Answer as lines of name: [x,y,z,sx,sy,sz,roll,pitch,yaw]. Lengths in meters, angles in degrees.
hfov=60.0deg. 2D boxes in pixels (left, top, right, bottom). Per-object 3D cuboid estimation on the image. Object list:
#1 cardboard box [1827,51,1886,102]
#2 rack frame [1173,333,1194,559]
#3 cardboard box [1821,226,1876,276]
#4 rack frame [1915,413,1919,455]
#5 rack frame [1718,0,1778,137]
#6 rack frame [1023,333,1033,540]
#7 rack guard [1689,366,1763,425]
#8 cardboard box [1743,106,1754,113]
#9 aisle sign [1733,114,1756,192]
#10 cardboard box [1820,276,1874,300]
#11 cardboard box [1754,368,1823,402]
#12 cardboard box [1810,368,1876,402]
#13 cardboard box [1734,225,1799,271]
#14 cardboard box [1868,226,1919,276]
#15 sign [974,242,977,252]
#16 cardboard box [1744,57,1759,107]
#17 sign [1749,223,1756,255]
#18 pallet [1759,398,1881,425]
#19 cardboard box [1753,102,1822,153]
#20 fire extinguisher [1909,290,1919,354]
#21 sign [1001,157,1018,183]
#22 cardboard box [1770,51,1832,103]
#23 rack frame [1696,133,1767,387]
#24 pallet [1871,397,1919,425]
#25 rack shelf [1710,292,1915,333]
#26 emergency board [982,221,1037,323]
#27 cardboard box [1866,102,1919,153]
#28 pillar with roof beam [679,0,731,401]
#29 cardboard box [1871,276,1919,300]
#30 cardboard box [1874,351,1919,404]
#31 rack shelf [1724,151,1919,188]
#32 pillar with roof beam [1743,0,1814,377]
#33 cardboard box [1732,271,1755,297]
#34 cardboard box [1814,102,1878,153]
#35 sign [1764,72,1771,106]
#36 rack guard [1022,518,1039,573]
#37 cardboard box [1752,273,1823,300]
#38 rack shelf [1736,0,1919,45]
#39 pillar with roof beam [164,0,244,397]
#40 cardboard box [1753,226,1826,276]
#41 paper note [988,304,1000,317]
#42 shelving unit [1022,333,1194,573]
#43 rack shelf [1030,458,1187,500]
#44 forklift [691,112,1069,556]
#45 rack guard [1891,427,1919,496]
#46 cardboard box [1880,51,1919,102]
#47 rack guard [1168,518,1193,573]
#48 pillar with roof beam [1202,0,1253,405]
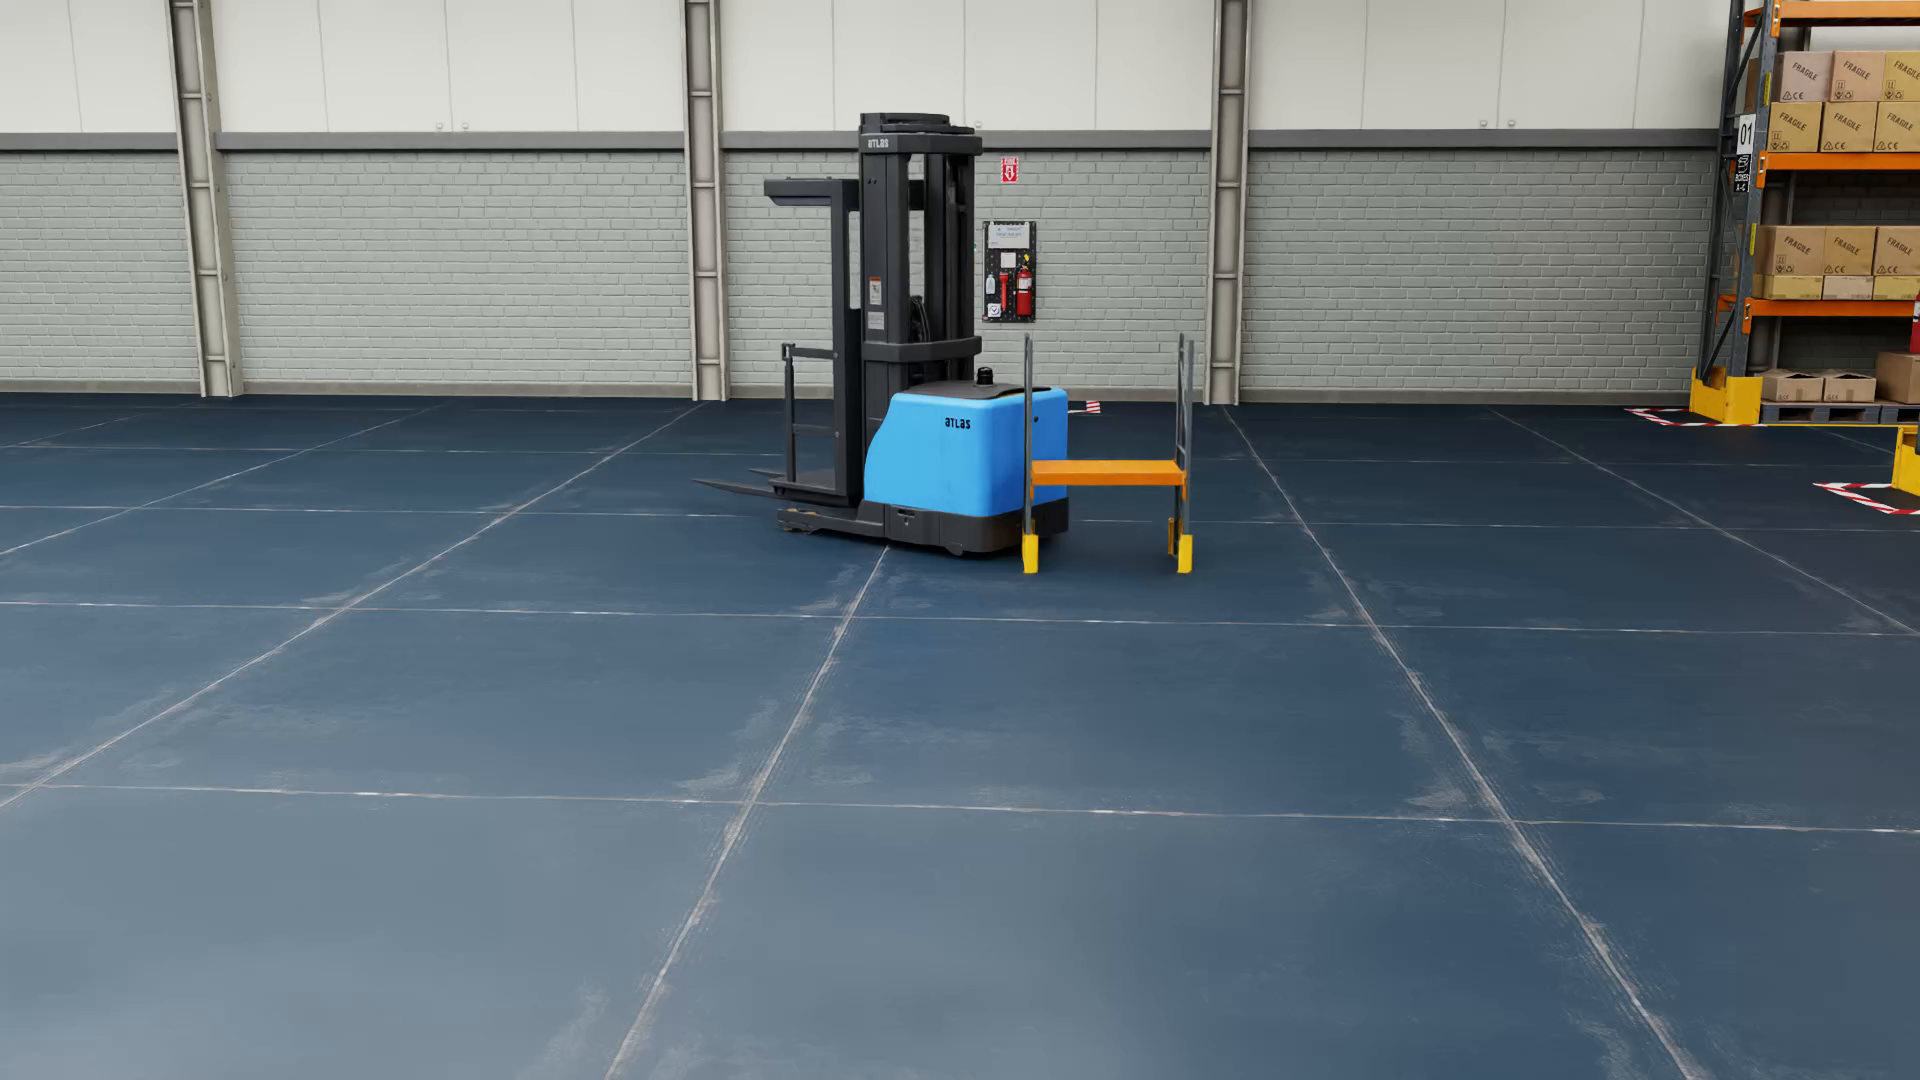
cardboard box: [9.132,-4.756,17.119,0.500,0.500,0.500,1,12,3]
rack frame: [1.459,-0.579,10.875,0.032,1.500,0.500,0,12,0]
cardboard box: [9.216,-3.039,17.455,0.500,0.500,0.500,1,12,4]
rack frame: [7.939,-1.800,13.047,0.127,3.000,1.000,1,12,4]
rack frame: [8.267,-5.749,17.271,0.127,3.000,1.000,1,12,4]
rack frame: [0.442,-0.578,10.869,0.032,1.500,0.500,0,12,0]
rack guard: [8.343,-1.588,18.136,0.348,0.500,1.175,1,12,4]
cardboard box: [8.700,-4.385,17.786,0.500,0.500,0.500,2,12,8]
aisle sign: [8.175,-4.024,17.331,0.004,0.787,0.394,1,12,4]
cardboard box: [9.252,-2.673,17.537,0.500,0.250,0.500,0,12,2]
cardboard box: [8.951,-1.684,17.983,0.500,0.311,0.500,-1,12,-3]
cardboard box: [9.520,-1.676,17.945,0.500,0.311,0.500,2,12,8]
cardboard box: [8.751,-3.153,17.999,0.500,0.500,0.500,1,12,3]
cardboard box: [9.731,-3.030,17.415,0.500,0.500,0.500,0,12,2]
sign: [0.032,-3.407,19.346,0.331,0.109,0.001,1,12,4]
cardboard box: [8.714,-4.876,17.691,0.500,0.500,0.500,1,12,6]
sign: [8.231,-3.125,17.267,0.005,0.325,0.100,1,12,4]
pallet: [9.151,-1.428,18.078,1.213,0.211,1.003,1,12,4]
cardboard box: [8.584,-4.283,17.300,0.500,0.500,0.500,1,12,5]
fire extinguisher: [7.853,-1.859,13.517,0.183,0.674,0.296,1,12,4]
sign: [0.572,-4.258,19.136,0.199,0.298,0.001,1,12,4]
cardboard box: [8.635,-4.774,17.201,0.500,0.500,0.500,0,12,0]
rack frame: [8.267,-2.812,17.886,0.127,3.000,1.000,1,12,4]
pallet: [10.365,-1.411,17.996,1.213,0.211,1.003,1,12,4]
rack shelf: [10.262,-2.433,17.828,4.000,0.370,1.077,1,12,4]
emergency board: [0.573,-3.103,19.276,0.643,1.169,0.194,1,12,4]
cardboard box: [9.636,-4.262,17.200,0.500,0.500,0.500,1,12,6]
pillar with roof beam: [-3.238,-5.200,14.651,0.400,9.000,9.100,1,12,4]
cardboard box: [9.759,-2.665,17.498,0.500,0.250,0.500,1,12,3]
cardboard box: [10.249,-1.748,17.829,0.500,0.500,0.700,0,12,0]
rack shelf: [10.262,-3.901,17.521,4.000,0.370,1.077,1,12,4]
pillar with roof beam: [8.735,-5.036,13.866,0.400,9.000,9.100,1,12,4]
cardboard box: [8.746,-2.782,18.058,0.500,0.250,0.500,1,12,5]
cardboard box: [9.117,-4.269,17.230,0.500,0.500,0.500,2,12,8]
sign: [8.231,-4.597,16.959,0.005,0.325,0.100,1,12,4]
rack guard: [0.462,0.033,10.997,0.087,0.250,0.587,0,12,0]
cardboard box: [8.732,-2.677,17.557,0.500,0.250,0.500,0,12,2]
rack shelf: [10.262,-5.367,17.214,4.000,0.370,1.077,1,12,4]
pillar with roof beam: [-9.224,-5.283,15.043,0.400,9.000,9.100,1,12,4]
cardboard box: [8.723,-3.048,17.497,0.500,0.500,0.500,1,12,4]
paper note: [0.401,-2.688,19.445,0.142,0.148,0.016,1,12,4]
shelving unit: [0.960,-0.579,10.872,1.083,1.500,0.587,0,12,0]
rack shelf: [0.951,-0.403,10.909,1.000,0.185,0.538,0,12,0]
forklift: [-0.703,-1.549,12.013,3.031,2.935,1.130,9,15,37]
rack guard: [7.916,-0.577,13.305,0.348,0.500,1.175,1,12,4]
cardboard box: [9.644,-4.752,17.097,0.500,0.500,0.500,1,12,5]
rack guard: [1.458,0.032,11.003,0.087,0.250,0.587,0,12,0]
pillar with roof beam: [2.749,-5.118,14.258,0.400,9.000,9.100,1,12,4]
